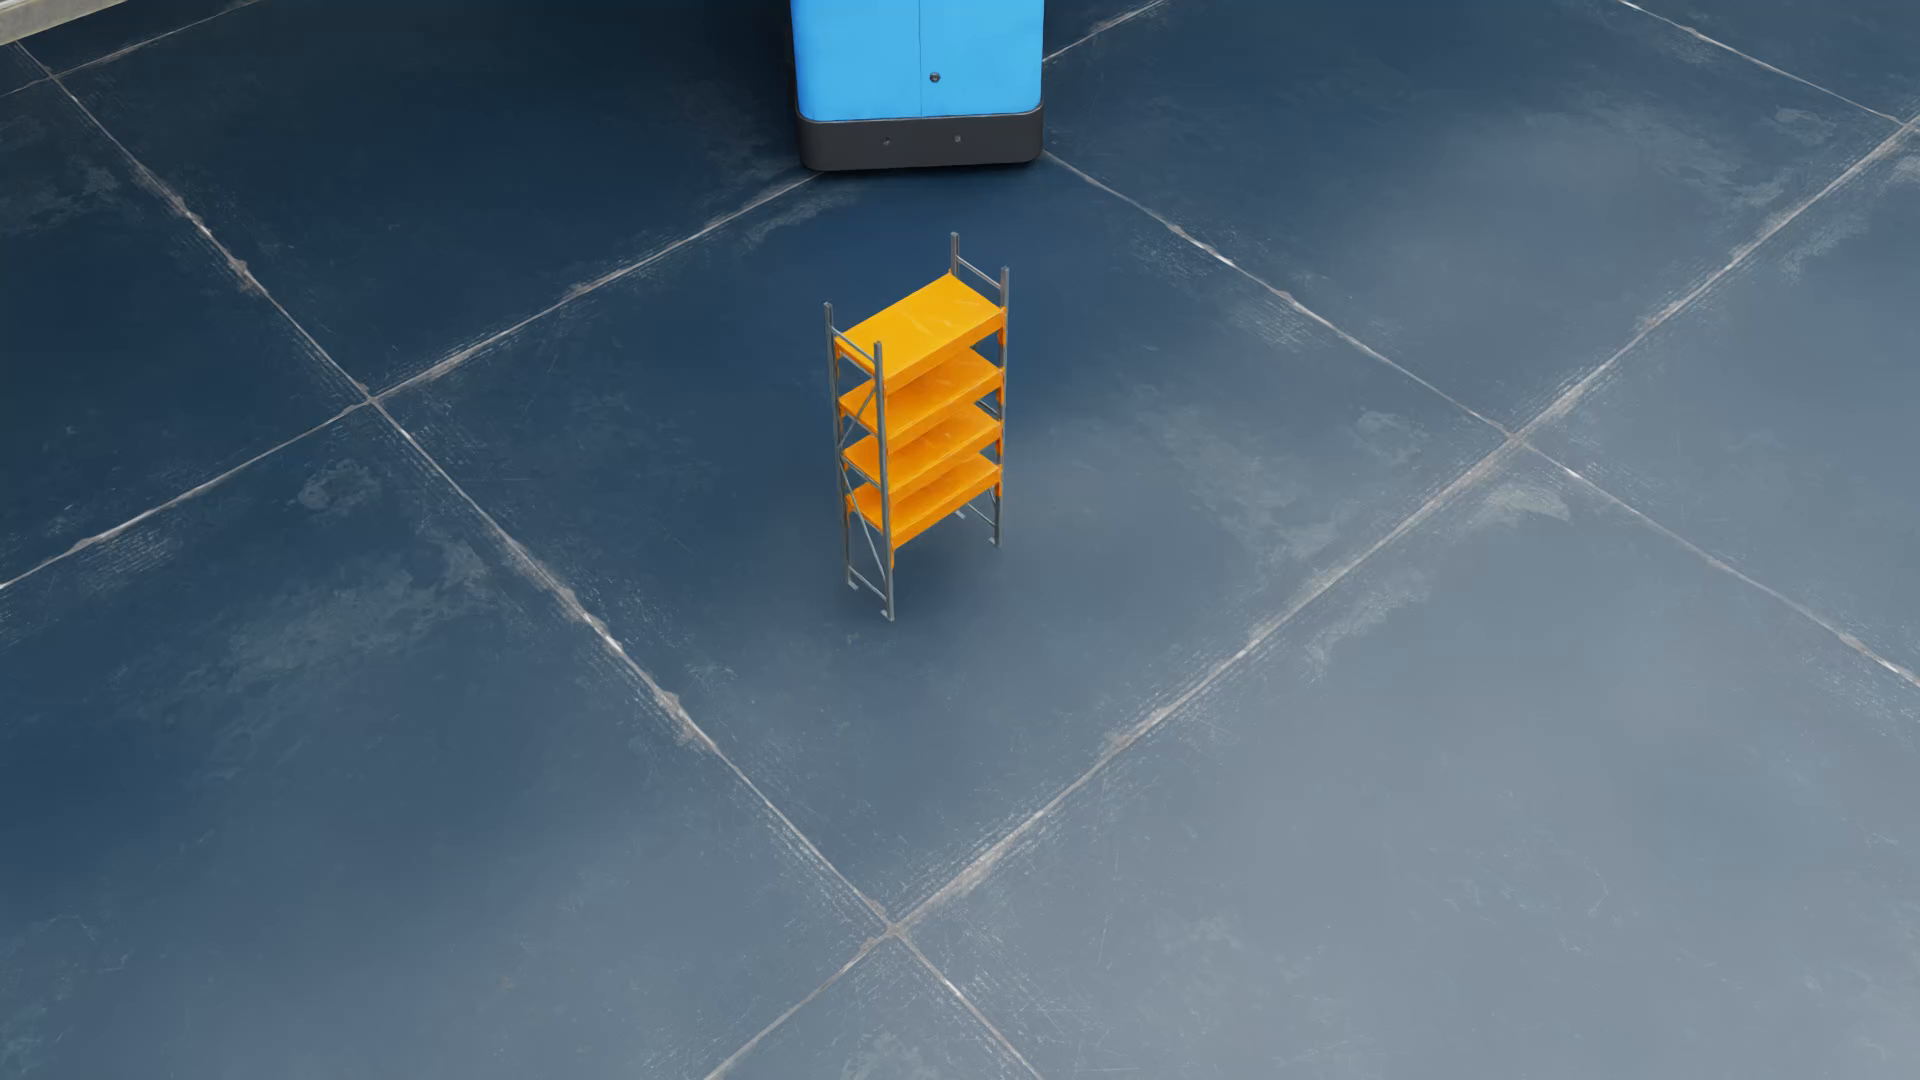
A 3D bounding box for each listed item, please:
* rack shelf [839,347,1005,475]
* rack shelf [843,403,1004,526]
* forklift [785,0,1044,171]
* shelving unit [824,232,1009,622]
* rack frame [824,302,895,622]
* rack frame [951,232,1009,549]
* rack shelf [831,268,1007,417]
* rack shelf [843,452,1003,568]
[{"bbox_3d":[-0.122,-0.431,5.119,0.480,0.148,0.258,-34,56,-27],"label":"rack shelf"},{"bbox_3d":[-0.122,-0.279,5.283,0.480,0.148,0.258,-34,56,-27],"label":"rack shelf"},{"bbox_3d":[-0.275,-3.655,7.128,1.130,2.935,3.031,-3,47,-3],"label":"forklift"},{"bbox_3d":[-0.122,-0.325,5.234,0.503,1.200,0.258,-34,56,-27],"label":"shelving unit"},{"bbox_3d":[-0.303,-0.204,5.122,0.015,1.200,0.240,-34,56,-27],"label":"rack frame"},{"bbox_3d":[0.058,-0.446,5.345,0.015,1.200,0.240,-34,56,-27],"label":"rack frame"},{"bbox_3d":[-0.122,-0.592,4.945,0.480,0.148,0.258,-34,56,-27],"label":"rack shelf"},{"bbox_3d":[-0.122,-0.145,5.429,0.480,0.148,0.258,-34,56,-27],"label":"rack shelf"}]
